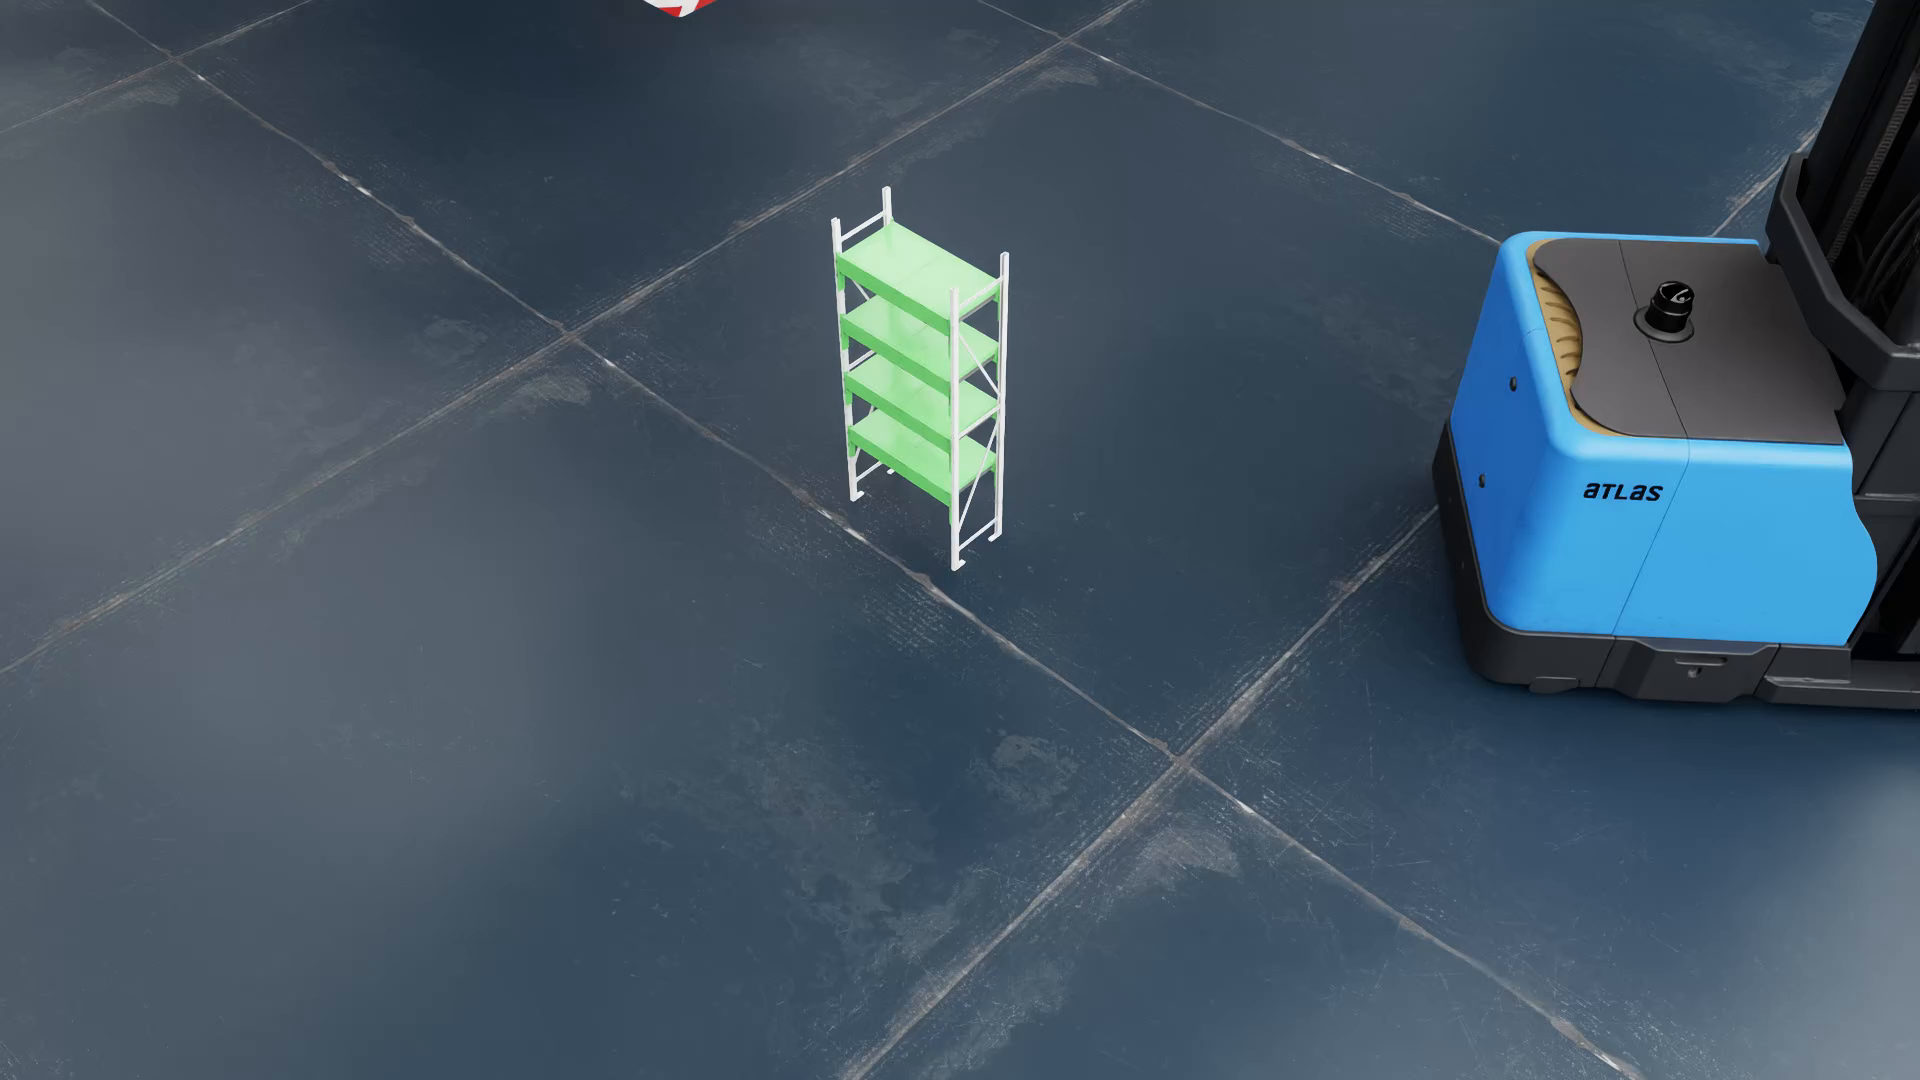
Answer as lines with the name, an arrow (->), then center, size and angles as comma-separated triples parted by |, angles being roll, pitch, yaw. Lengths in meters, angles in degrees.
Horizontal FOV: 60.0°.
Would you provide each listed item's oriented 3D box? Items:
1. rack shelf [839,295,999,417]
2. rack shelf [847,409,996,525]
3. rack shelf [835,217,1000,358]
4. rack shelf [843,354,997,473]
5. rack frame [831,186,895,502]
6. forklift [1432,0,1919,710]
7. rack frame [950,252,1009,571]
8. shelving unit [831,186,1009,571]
rack shelf -> -0.122, -0.613, 5.261 | 0.480, 0.148, 0.258 | 34, 55, 28
rack shelf -> -0.122, -0.285, 5.611 | 0.480, 0.148, 0.258 | 34, 55, 28
rack shelf -> -0.122, -0.777, 5.086 | 0.480, 0.148, 0.258 | 34, 55, 28
rack shelf -> -0.122, -0.449, 5.436 | 0.480, 0.148, 0.258 | 34, 55, 28
rack frame -> -0.301, -0.613, 5.503 | 0.015, 1.200, 0.240 | 34, 55, 28
forklift -> 3.154, -0.822, 4.512 | 3.031, 2.935, 1.130 | 3, 47, 2
rack frame -> 0.058, -0.372, 5.276 | 0.015, 1.200, 0.240 | 34, 55, 28
shelving unit -> -0.122, -0.493, 5.389 | 0.503, 1.200, 0.258 | 34, 55, 28
